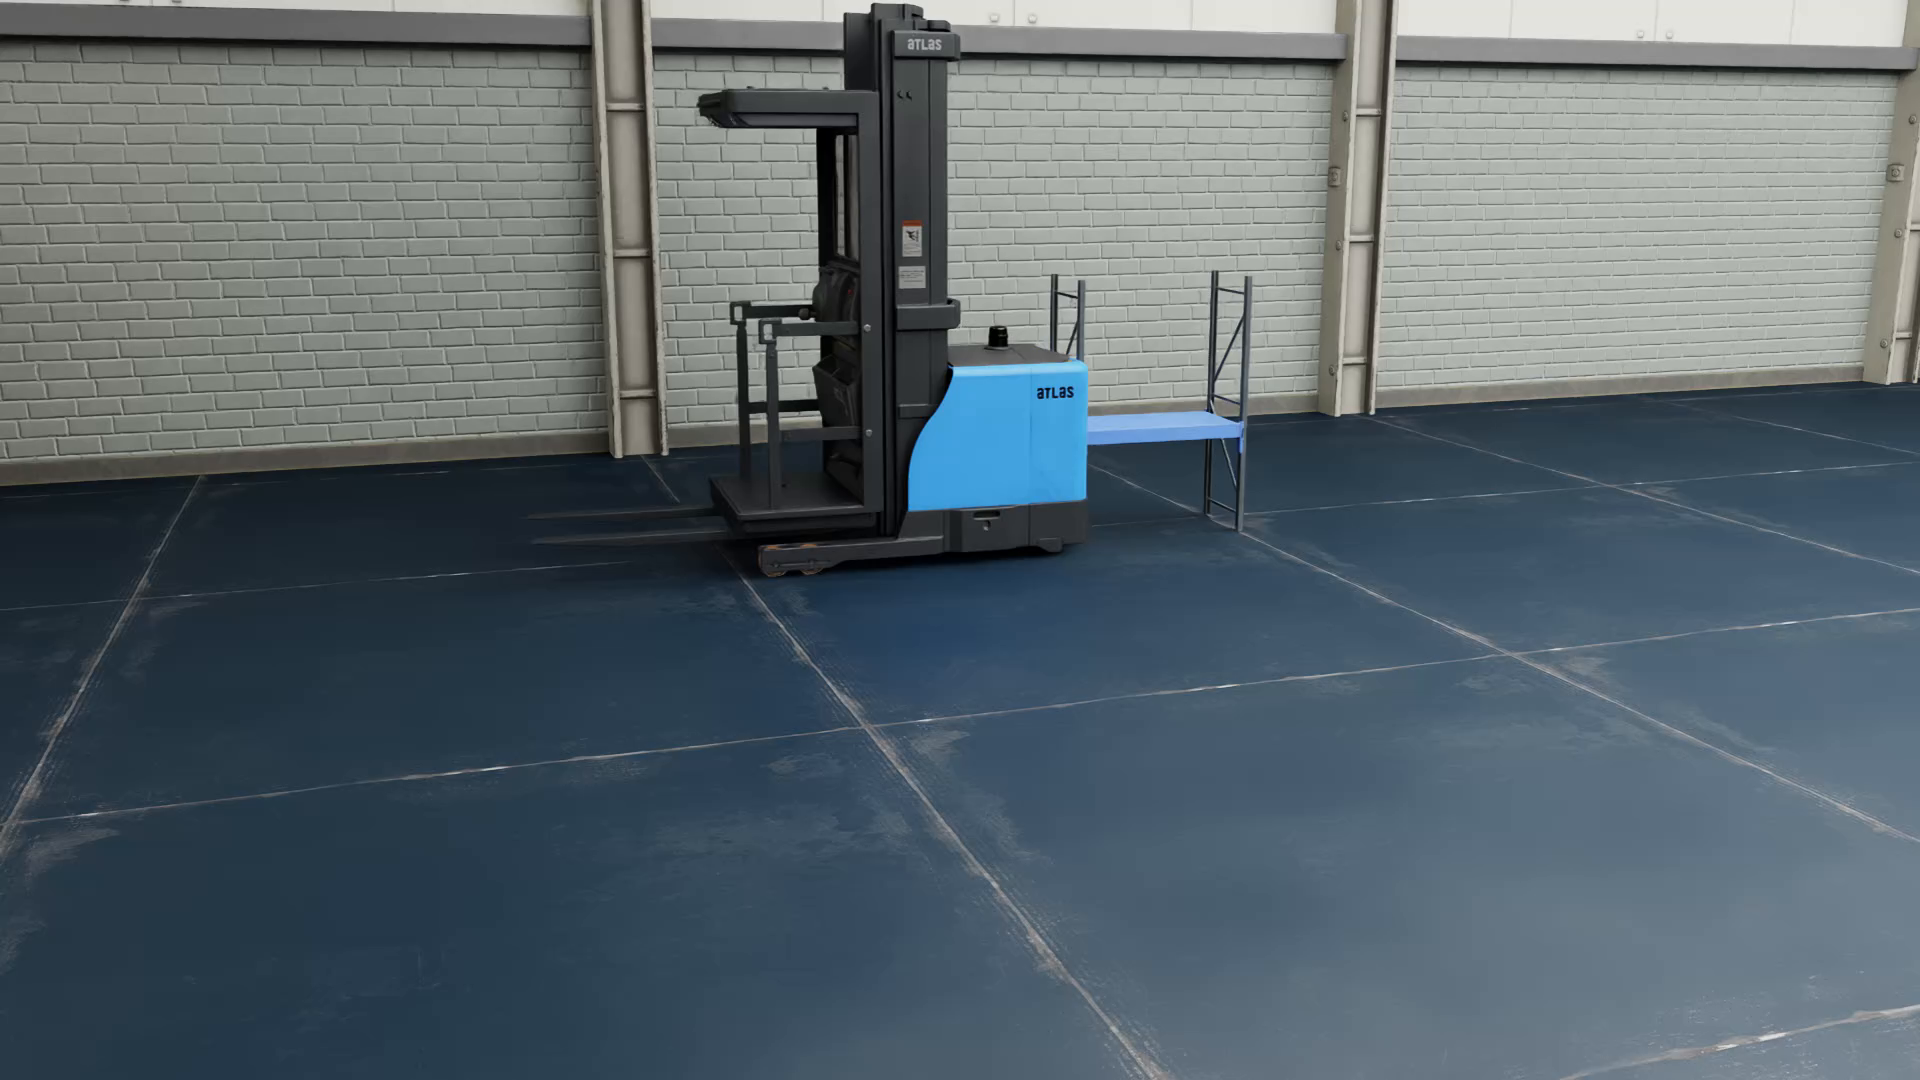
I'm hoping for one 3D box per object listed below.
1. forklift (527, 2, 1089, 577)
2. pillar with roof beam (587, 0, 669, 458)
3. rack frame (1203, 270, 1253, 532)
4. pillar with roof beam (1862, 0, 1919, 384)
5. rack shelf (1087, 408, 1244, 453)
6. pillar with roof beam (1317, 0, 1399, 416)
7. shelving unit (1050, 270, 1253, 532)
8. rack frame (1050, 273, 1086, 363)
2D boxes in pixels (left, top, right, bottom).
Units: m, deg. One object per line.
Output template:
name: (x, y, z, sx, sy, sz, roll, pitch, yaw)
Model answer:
forklift: (-0.856, -1.364, 9.042, 3.031, 2.935, 1.130, -4, 14, -16)
pillar with roof beam: (-1.015, -4.082, 7.358, 0.400, 9.000, 9.100, -4, 14, -18)
rack frame: (1.590, -0.833, 9.903, 0.032, 1.500, 0.500, -4, 14, -16)
pillar with roof beam: (10.358, -4.968, 11.081, 0.400, 9.000, 9.100, -4, 14, -18)
rack shelf: (1.102, -0.625, 9.807, 1.000, 0.185, 0.538, -4, 14, -16)
pillar with roof beam: (4.671, -4.525, 9.220, 0.400, 9.000, 9.100, -4, 14, -18)
shelving unit: (1.102, -0.800, 9.765, 1.048, 1.500, 0.538, -4, 14, -16)
rack frame: (0.613, -0.767, 9.627, 0.032, 1.500, 0.500, -4, 14, -16)
